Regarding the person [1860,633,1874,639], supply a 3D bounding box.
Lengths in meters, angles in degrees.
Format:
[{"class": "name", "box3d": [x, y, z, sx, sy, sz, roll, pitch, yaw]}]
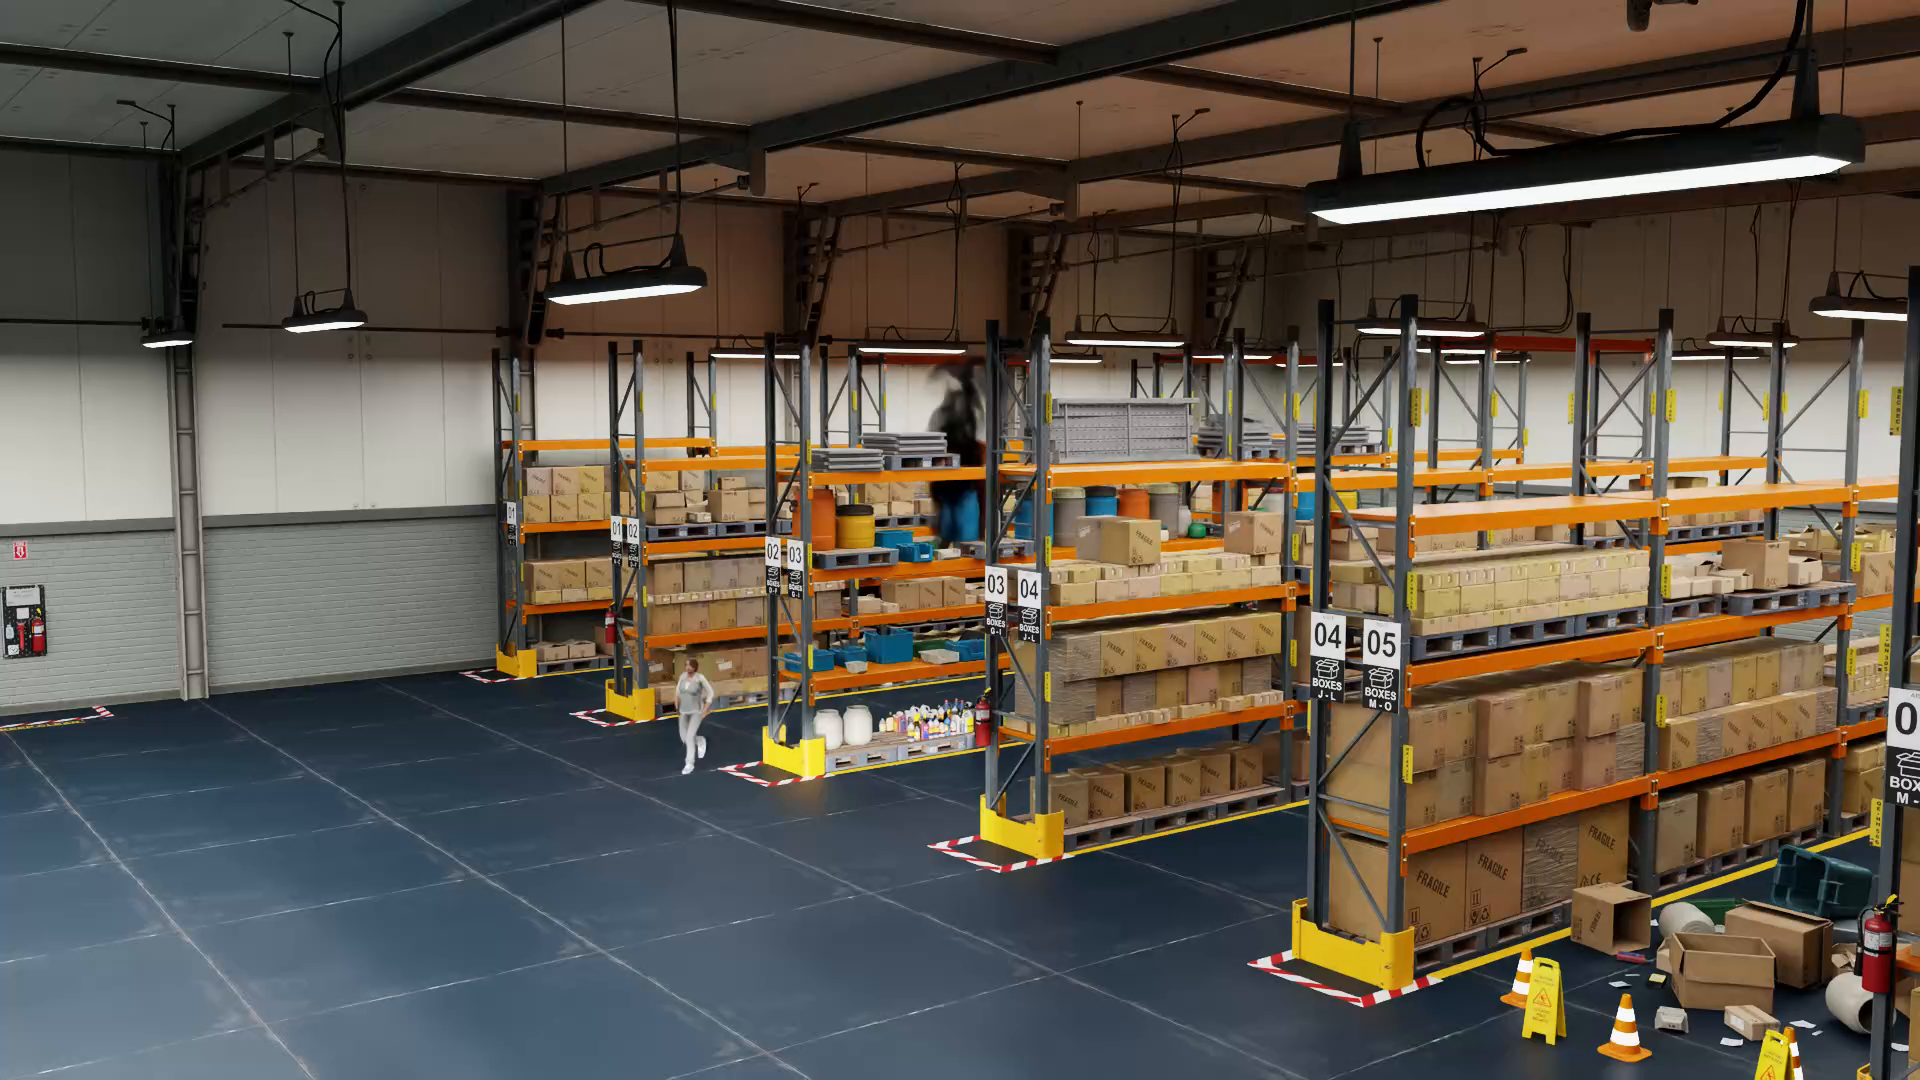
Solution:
[{"class": "person", "box3d": [13.266, 2.184, 24.400, 0.600, 1.665, 0.593, -3, 6, -31]}]

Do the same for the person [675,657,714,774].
[{"class": "person", "box3d": [-3.671, 2.394, 22.908, 0.576, 1.567, 0.611, 2, 5, 23]}]
